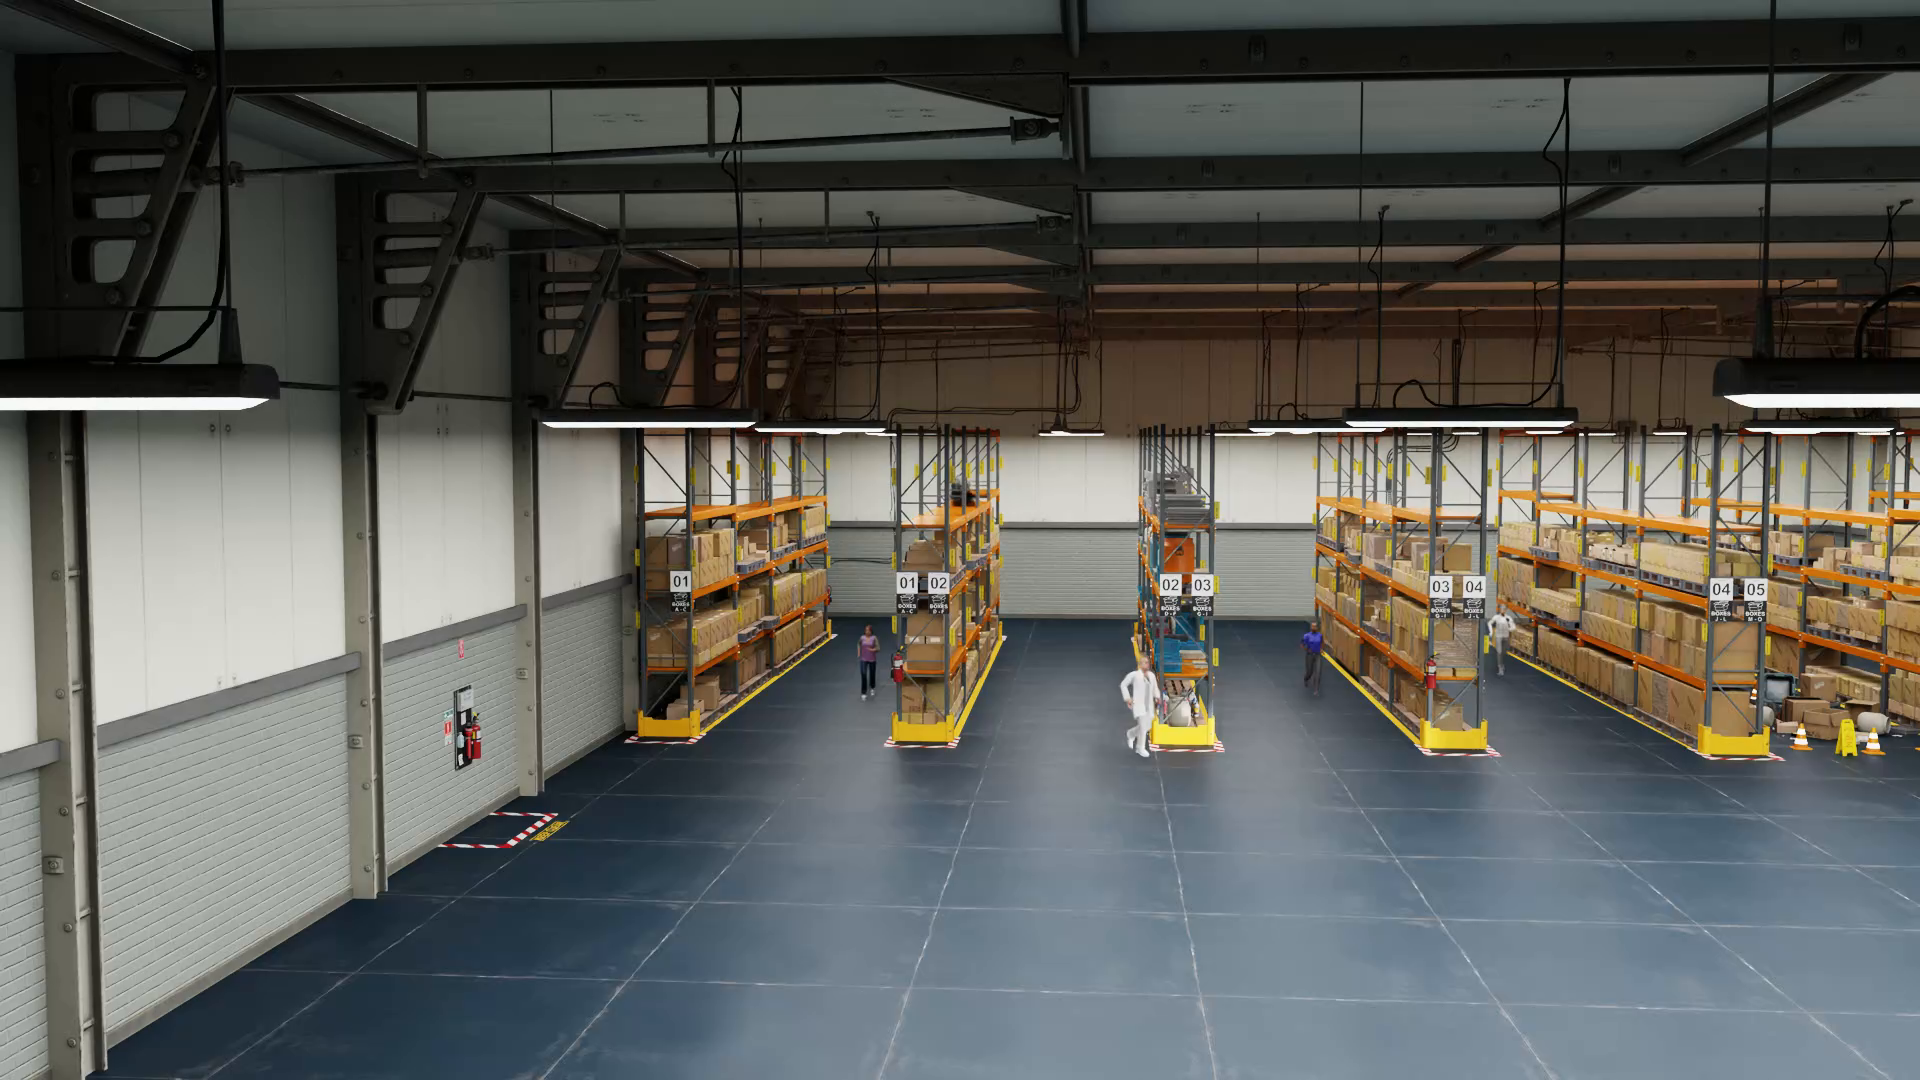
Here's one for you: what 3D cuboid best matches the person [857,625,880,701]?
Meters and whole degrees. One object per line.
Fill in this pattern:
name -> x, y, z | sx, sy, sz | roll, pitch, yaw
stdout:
person -> -2.015, 2.683, 36.563 | 0.518, 1.627, 0.785 | 0, 3, 3

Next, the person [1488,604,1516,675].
person -> 13.193, 2.386, 40.455 | 0.614, 1.687, 0.901 | 0, 4, 8

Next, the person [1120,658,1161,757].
person -> 3.328, 3.025, 30.314 | 0.766, 1.749, 0.756 | -2, 4, -28

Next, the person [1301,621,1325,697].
person -> 7.909, 2.642, 37.211 | 0.579, 1.649, 0.851 | 0, 3, -4
